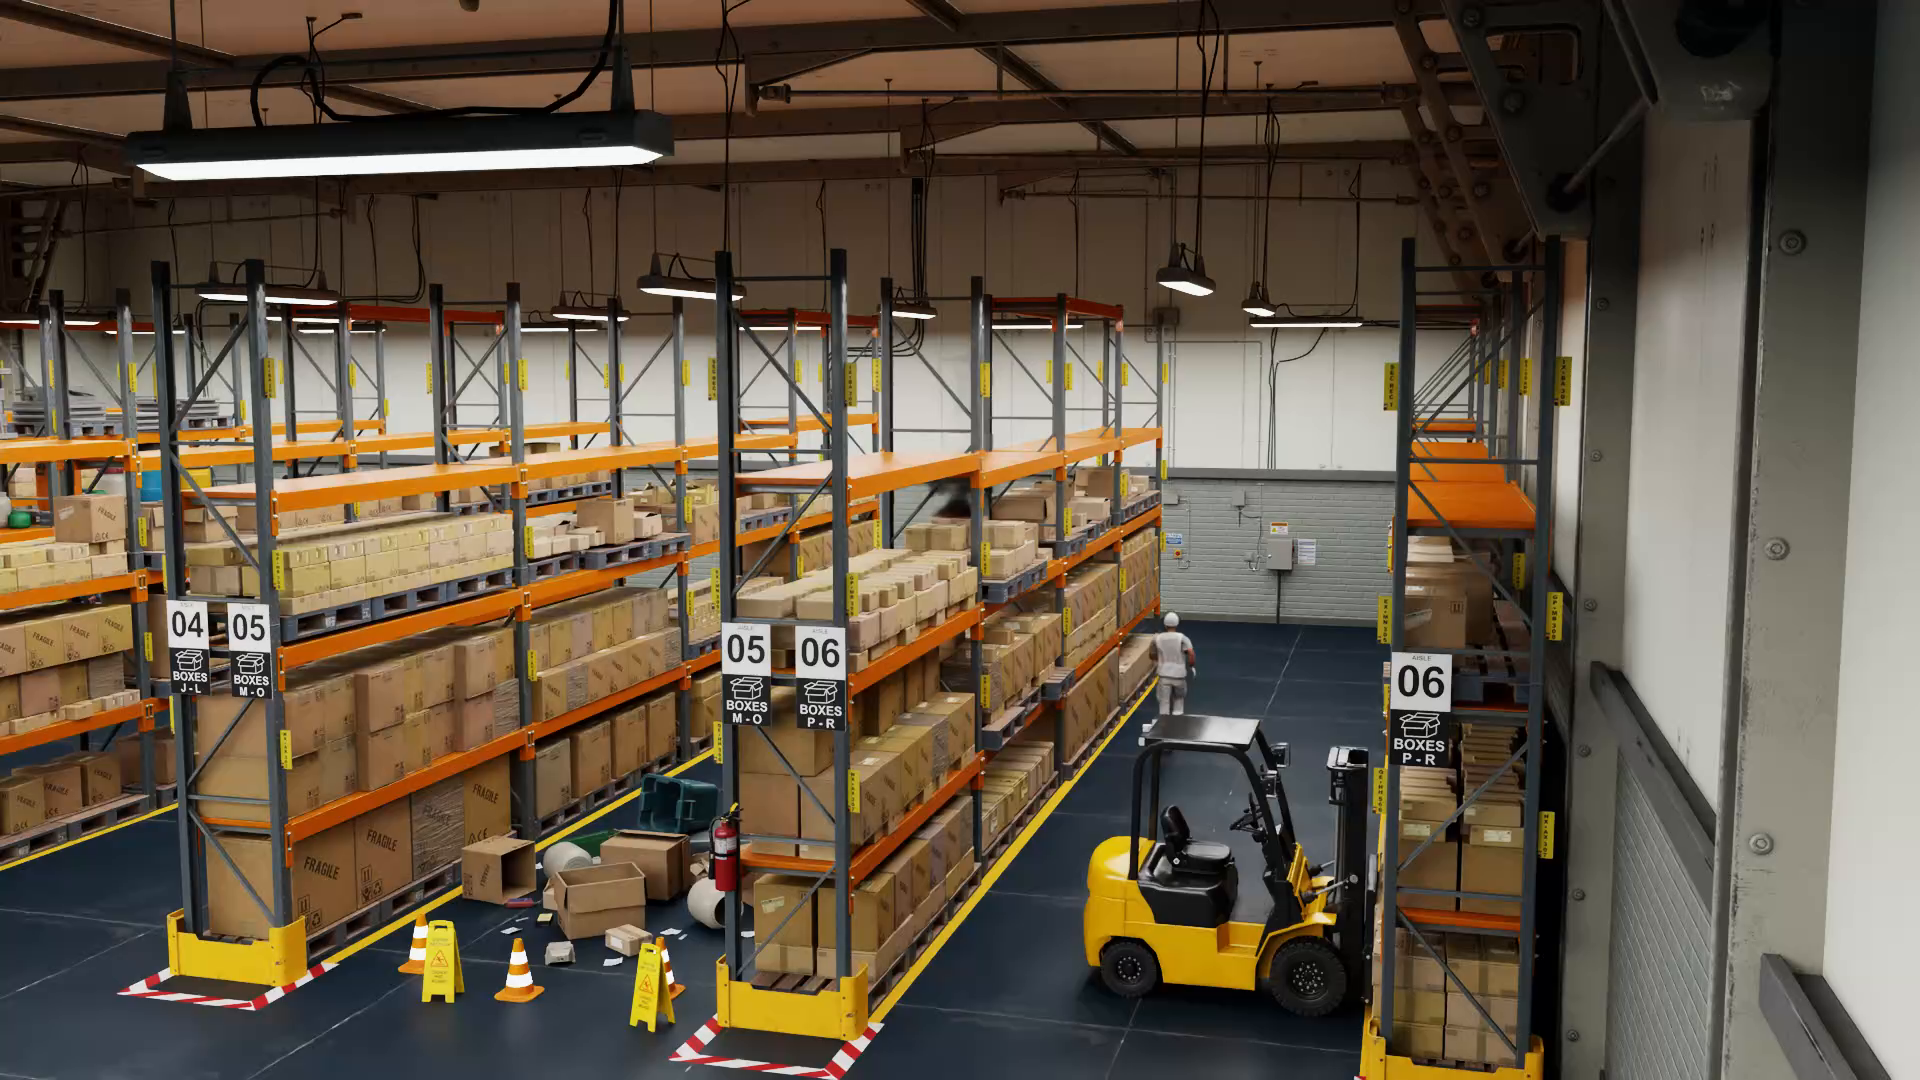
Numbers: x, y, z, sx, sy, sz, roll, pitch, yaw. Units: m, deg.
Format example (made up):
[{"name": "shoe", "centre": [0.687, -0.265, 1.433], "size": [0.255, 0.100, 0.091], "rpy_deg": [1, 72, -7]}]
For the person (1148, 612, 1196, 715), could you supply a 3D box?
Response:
[{"name": "person", "centre": [2.871, 1.894, 22.519], "size": [0.645, 1.848, 0.790], "rpy_deg": [1, 6, 7]}]
